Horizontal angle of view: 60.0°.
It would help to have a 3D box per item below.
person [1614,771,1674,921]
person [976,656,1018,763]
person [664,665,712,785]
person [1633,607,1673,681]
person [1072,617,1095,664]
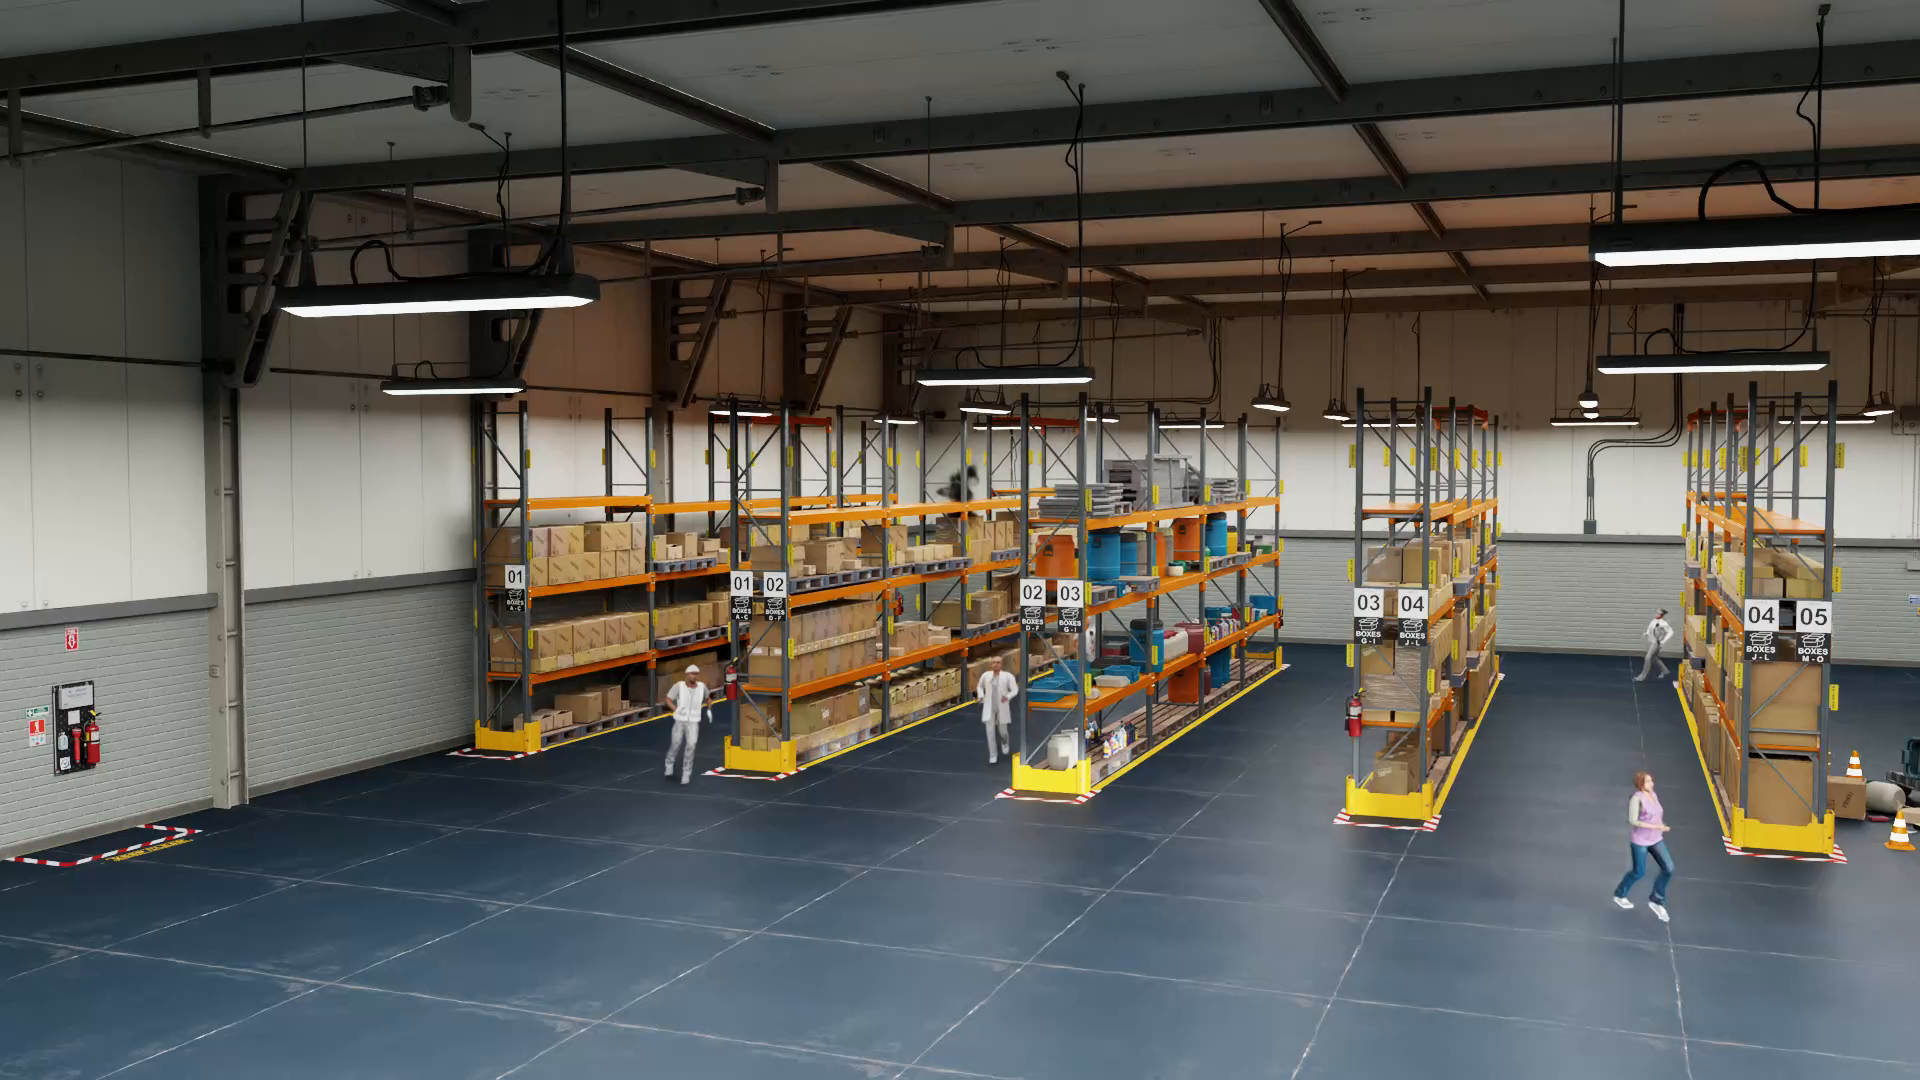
[{"bbox_3d":[7.508,3.375,18.220,0.541,1.524,0.703,-1,3,-26],"label":"person"},{"bbox_3d":[0.602,2.792,27.522,0.716,1.736,0.832,0,3,10],"label":"person"},{"bbox_3d":[-4.219,2.839,25.921,0.746,1.792,0.864,-1,3,-20],"label":"person"},{"bbox_3d":[15.610,2.335,37.306,0.876,1.665,0.678,0,3,-8],"label":"person"},{"bbox_3d":[2.718,2.447,35.907,0.604,1.616,0.575,1,3,12],"label":"person"}]
